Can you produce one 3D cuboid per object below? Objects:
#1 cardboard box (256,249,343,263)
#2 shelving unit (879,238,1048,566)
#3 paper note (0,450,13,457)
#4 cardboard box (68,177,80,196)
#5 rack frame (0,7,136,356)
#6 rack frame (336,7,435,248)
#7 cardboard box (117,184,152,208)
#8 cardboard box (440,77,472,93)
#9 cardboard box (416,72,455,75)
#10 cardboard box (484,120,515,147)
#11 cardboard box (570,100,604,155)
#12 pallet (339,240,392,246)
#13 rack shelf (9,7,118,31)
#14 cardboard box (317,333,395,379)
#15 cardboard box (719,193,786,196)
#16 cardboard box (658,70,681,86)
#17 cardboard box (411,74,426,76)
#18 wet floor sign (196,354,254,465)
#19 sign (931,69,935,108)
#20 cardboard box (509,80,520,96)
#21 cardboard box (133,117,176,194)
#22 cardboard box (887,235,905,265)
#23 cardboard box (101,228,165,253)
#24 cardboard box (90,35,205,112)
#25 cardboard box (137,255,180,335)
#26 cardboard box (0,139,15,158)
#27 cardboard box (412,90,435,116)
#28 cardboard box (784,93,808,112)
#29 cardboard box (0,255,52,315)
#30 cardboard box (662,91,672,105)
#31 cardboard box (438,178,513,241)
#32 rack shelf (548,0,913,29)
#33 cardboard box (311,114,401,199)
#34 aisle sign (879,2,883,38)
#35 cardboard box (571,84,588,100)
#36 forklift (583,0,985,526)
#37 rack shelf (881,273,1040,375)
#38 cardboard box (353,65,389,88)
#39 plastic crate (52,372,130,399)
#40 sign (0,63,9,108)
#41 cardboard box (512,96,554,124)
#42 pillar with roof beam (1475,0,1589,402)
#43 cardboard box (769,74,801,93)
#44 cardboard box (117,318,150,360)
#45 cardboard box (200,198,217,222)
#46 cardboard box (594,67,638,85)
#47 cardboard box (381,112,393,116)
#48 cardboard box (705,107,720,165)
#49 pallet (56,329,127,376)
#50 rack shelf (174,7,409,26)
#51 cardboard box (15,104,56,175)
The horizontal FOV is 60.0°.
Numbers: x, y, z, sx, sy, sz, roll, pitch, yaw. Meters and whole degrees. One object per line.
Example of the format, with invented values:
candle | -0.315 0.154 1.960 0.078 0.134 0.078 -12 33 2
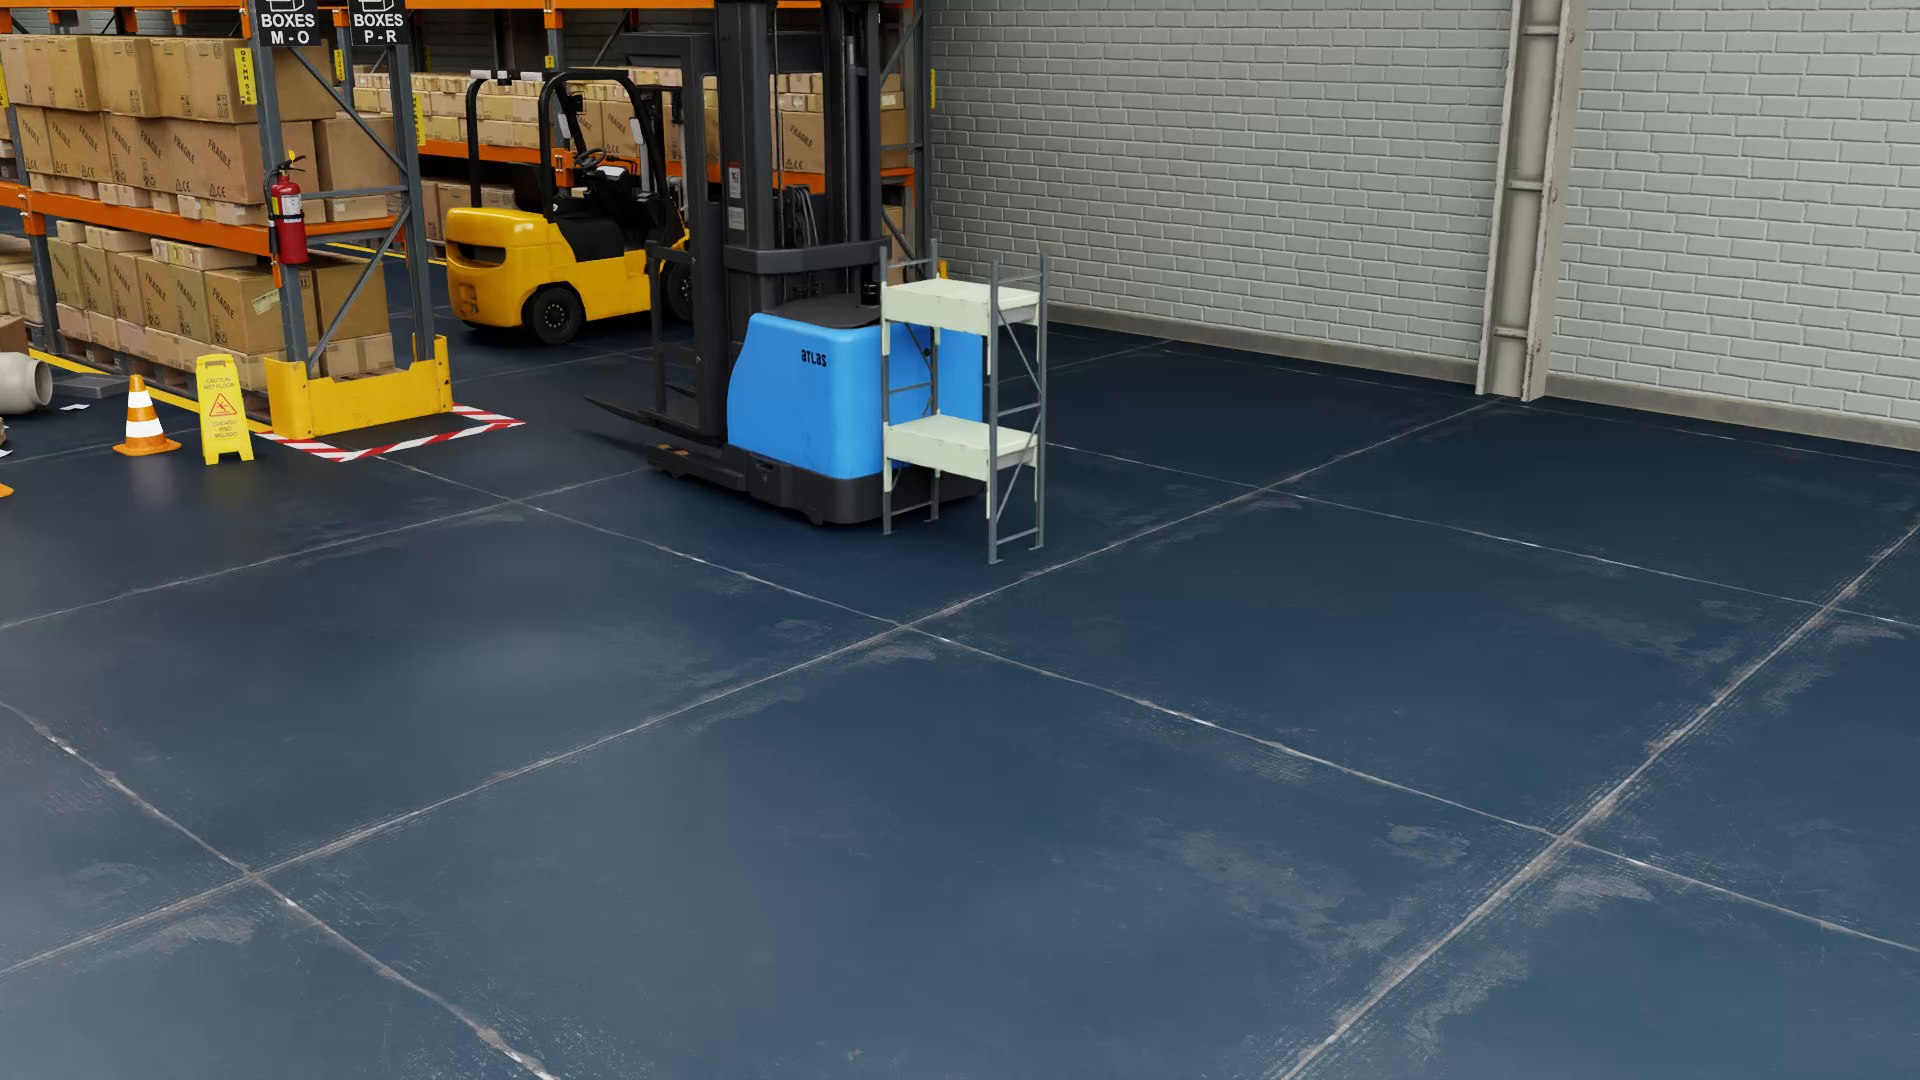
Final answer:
cardboard box | -4.750 -1.792 11.911 0.500 0.500 0.500 14 22 37
shelving unit | 0.013 -0.709 8.367 0.755 1.500 0.431 15 23 40
paper note | -5.946 -0.536 10.250 0.142 0.019 0.148 7 19 21
cardboard box | -6.445 -2.674 12.494 0.250 0.149 0.380 15 23 39
rack frame | -6.910 -3.015 13.153 0.127 3.000 1.000 15 23 39
rack frame | -6.609 -4.942 19.225 0.127 3.000 1.000 15 23 39
cardboard box | -5.729 -2.456 11.808 0.250 0.149 0.380 15 23 39
cardboard box | -5.246 -4.799 17.538 0.250 0.149 0.380 14 23 38
cardboard box | -5.962 -5.252 18.964 0.250 0.149 0.380 16 23 41
cardboard box | -4.548 -4.209 17.163 0.500 0.250 0.500 15 23 39
cardboard box | -3.459 -4.038 16.212 0.500 0.500 0.500 14 22 38
pallet | -7.143 -3.771 20.146 1.213 0.211 1.003 15 23 39
rack shelf | -8.406 -4.503 14.073 4.000 0.370 1.077 15 23 39
cardboard box | -4.338 -1.326 11.682 0.500 0.250 0.500 15 23 39
cardboard box | -1.981 -3.148 15.770 0.500 0.250 0.500 14 23 38
cardboard box | -2.560 -4.265 15.364 0.250 0.149 0.380 15 23 39
cardboard box | -5.953 -5.019 18.231 0.250 0.149 0.380 15 23 40
wet floor sign | -4.486 -0.809 10.095 0.267 0.644 0.232 -9 20 -27
sign | -0.253 -3.910 14.412 0.005 0.325 0.100 15 23 39
cardboard box | -4.374 -4.623 16.981 0.250 0.149 0.380 15 23 39
cardboard box | -5.250 -2.651 11.348 0.500 0.500 0.500 15 23 39
cardboard box | -0.840 -2.605 14.886 0.500 0.250 0.500 16 23 40
cardboard box | -6.005 -2.197 12.114 0.250 0.149 0.380 17 24 42
cardboard box | -5.549 -3.245 11.568 0.500 0.500 0.700 15 23 39
cardboard box | -5.456 -1.768 11.834 0.500 0.500 0.500 14 23 38
cardboard box | -7.478 -3.136 13.256 0.250 0.149 0.380 15 23 40
cardboard box | -5.687 -4.754 18.055 0.500 0.250 0.500 14 23 38
cardboard box | -1.282 -3.743 14.210 0.250 0.149 0.380 16 23 40
cardboard box | -7.844 -2.211 14.269 0.950 0.372 0.625 -17 24 -42
cardboard box | -2.616 -4.109 15.361 0.250 0.149 0.380 14 22 38
cardboard box | -5.154 -3.617 18.282 0.625 0.625 0.875 14 22 37
rack shelf | -2.122 -4.824 15.084 4.000 0.370 1.077 15 23 39
cardboard box | -4.088 -2.559 11.060 0.500 0.500 0.500 15 23 38
aisle sign | -0.772 -4.495 13.519 0.004 0.787 0.394 15 23 39
cardboard box | -3.554 -4.372 16.192 0.250 0.149 0.380 15 23 38
forklift | -1.210 -1.846 9.582 1.130 2.935 3.031 -15 23 -39
rack shelf | 0.013 -1.081 8.249 0.720 0.370 0.431 15 23 40
cardboard box | -6.891 -5.328 19.583 0.500 0.500 0.500 16 24 42
plastic crate | -6.280 -1.123 12.017 0.583 0.080 0.402 7 19 21
sign | -7.275 -3.441 12.580 0.005 0.325 0.100 15 23 39
cardboard box | -4.155 -4.346 16.769 0.500 0.250 0.500 14 23 38
pillar with roof beam | 1.082 -4.360 7.474 0.400 9.000 9.100 15 23 39
cardboard box | -1.453 -3.947 14.362 0.250 0.149 0.380 16 23 40
cardboard box | -5.842 -1.514 12.276 0.500 0.250 0.500 15 23 39
cardboard box | -4.780 -2.201 11.003 0.250 0.149 0.380 15 23 38
cardboard box | -3.309 -4.478 16.034 0.250 0.149 0.380 15 23 40
cardboard box | -6.067 -4.624 18.471 0.500 0.250 0.500 14 23 38
cardboard box | -1.934 -3.632 14.931 0.500 0.500 0.500 14 23 38
pallet | -6.384 -1.559 13.175 1.213 0.211 1.003 15 23 39
rack shelf | -8.105 -6.430 20.145 4.000 0.370 1.077 15 23 39
cardboard box | -6.766 -3.053 12.616 0.500 0.500 0.500 15 23 39
